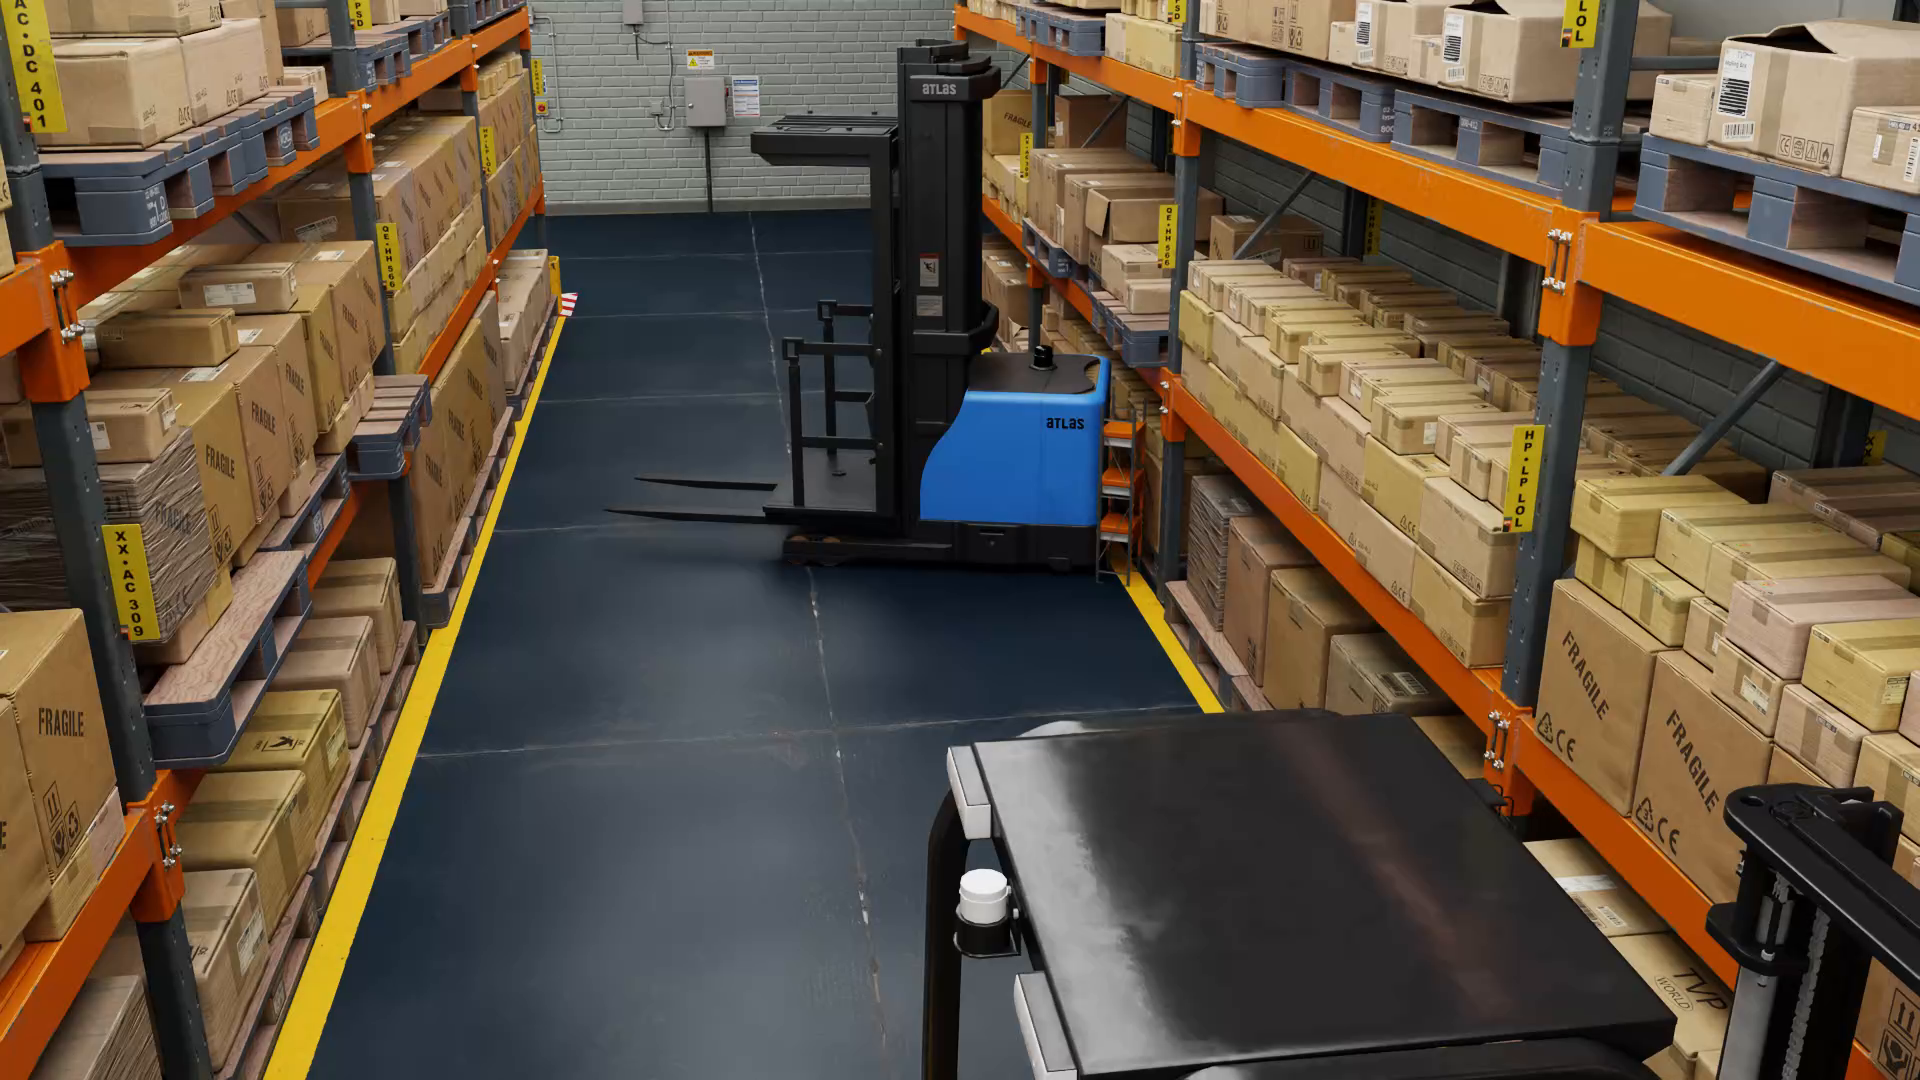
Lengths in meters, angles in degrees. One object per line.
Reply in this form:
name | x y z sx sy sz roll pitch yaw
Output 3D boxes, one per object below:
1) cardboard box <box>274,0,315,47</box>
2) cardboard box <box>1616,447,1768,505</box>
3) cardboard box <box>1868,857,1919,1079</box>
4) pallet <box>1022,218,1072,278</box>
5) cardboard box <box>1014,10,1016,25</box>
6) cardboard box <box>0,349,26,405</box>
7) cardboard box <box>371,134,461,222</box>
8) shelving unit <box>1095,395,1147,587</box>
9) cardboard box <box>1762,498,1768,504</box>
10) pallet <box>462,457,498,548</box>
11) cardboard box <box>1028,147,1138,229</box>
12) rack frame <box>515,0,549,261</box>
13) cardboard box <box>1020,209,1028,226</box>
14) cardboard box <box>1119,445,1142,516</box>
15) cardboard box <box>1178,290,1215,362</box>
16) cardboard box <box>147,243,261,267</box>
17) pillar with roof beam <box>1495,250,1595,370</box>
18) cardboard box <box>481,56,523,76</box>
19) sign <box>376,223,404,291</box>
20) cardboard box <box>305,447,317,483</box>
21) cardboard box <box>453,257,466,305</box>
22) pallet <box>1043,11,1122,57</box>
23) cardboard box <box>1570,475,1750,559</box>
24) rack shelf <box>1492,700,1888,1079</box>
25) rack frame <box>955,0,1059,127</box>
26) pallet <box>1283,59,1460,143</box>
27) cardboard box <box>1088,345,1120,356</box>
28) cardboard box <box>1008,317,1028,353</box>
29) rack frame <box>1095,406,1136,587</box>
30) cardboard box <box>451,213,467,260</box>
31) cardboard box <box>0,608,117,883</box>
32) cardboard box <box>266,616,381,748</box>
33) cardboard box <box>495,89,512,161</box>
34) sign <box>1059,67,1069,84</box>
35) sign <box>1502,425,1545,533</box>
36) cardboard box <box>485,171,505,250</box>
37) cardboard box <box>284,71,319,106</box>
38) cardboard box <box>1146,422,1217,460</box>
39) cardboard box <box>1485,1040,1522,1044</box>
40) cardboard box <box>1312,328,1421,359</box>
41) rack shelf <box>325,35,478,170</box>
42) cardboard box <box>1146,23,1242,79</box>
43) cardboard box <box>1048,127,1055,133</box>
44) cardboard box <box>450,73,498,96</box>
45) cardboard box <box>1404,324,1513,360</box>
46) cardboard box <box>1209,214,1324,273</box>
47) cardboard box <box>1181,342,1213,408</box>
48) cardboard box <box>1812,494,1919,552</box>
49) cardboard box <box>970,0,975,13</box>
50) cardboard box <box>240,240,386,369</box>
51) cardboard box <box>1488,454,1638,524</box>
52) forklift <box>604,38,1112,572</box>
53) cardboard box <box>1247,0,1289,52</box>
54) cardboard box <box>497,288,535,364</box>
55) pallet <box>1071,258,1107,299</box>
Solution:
cardboard box | -3.507 -2.609 7.880 0.797 0.503 0.637 -4 21 -11
cardboard box | 2.347 -0.186 5.356 0.380 0.149 0.250 -3 21 -9
cardboard box | 2.208 0.947 3.250 0.500 0.500 0.500 -3 21 -7
pallet | 1.039 -2.100 11.827 1.003 0.211 1.213 -3 21 -8
cardboard box | 0.625 -4.048 12.839 0.380 0.149 0.250 -2 21 -6
cardboard box | -3.129 -0.524 5.237 0.380 0.149 0.250 -4 21 -9
cardboard box | -3.431 -2.239 10.351 0.500 0.500 0.500 -2 21 -6
shelving unit | 0.915 -0.277 9.456 0.215 1.050 0.252 7 22 18
cardboard box | 2.366 -0.055 5.576 0.500 0.250 0.500 -3 21 -9
pallet | -3.515 -0.228 10.524 1.003 0.211 1.213 -3 21 -8
cardboard box | 0.880 -2.537 11.979 0.700 0.500 0.500 -2 21 -6
rack frame | -4.456 -3.606 15.583 1.000 3.000 0.127 -3 21 -8
cardboard box | 0.677 -2.541 13.093 0.380 0.149 0.250 -2 21 -6
cardboard box | 1.273 -0.423 10.033 0.500 0.500 0.500 -3 21 -9
cardboard box | 1.406 -1.084 8.332 0.500 0.250 0.500 -3 21 -8
cardboard box | -3.467 -1.051 7.575 0.500 0.500 0.500 -4 21 -9
pillar with roof beam | -1.572 -3.275 6.123 9.100 9.000 0.400 -3 21 -8
cardboard box | -4.025 -4.139 14.511 0.380 0.149 0.250 -3 21 -8
sign | -2.767 -1.372 8.060 0.100 0.325 0.005 -3 21 -8
cardboard box | -2.721 -0.281 6.440 0.380 0.149 0.250 -4 21 -9
cardboard box | -3.439 -1.656 10.577 0.500 0.250 0.500 -3 21 -9
pallet | 1.209 -3.201 10.482 1.213 0.211 1.003 -3 21 -8
cardboard box | 1.937 -0.067 4.614 0.380 0.149 0.250 -2 21 -7
rack shelf | 2.473 1.327 3.404 1.077 0.370 4.000 -3 21 -8
rack frame | 0.455 -3.857 16.257 1.000 3.000 0.127 -3 21 -8
pallet | 1.959 -1.787 6.696 1.003 0.211 1.213 -2 21 -5
cardboard box | 1.071 -1.215 11.229 0.380 0.149 0.250 -2 21 -6
cardboard box | 0.609 -1.690 13.761 0.396 0.266 0.258 -2 21 -6
rack frame | 0.874 -0.236 9.348 0.200 1.050 0.008 7 22 18
cardboard box | -3.415 -1.893 10.496 0.500 0.250 0.500 -2 21 -6
cardboard box | -2.416 0.504 4.011 0.500 0.500 0.500 -3 21 -9
cardboard box | -3.117 0.650 7.345 0.950 0.372 0.625 -3 21 -9
cardboard box | -3.838 -3.266 13.102 0.500 0.500 0.500 -3 21 -7
sign | 1.007 -4.569 16.055 0.100 0.325 0.005 -3 21 -8
sign | 1.650 -0.177 4.862 0.100 0.325 0.005 -3 21 -8
cardboard box | -3.688 -2.443 12.328 0.500 0.500 0.500 -2 21 -6
cardboard box | -3.006 -1.939 7.193 0.380 0.149 0.250 -3 21 -8
cardboard box | 1.287 -0.575 9.515 0.380 0.149 0.250 -4 21 -10
cardboard box | 1.927 1.573 5.047 0.500 0.250 0.500 -3 21 -7
cardboard box | 1.693 -0.781 6.951 0.380 0.149 0.250 -3 21 -8
rack shelf | -3.591 -2.596 9.622 1.077 0.370 4.000 -3 21 -8
cardboard box | 1.294 -2.588 8.785 0.500 0.250 0.500 -4 21 -10
cardboard box | 0.784 -3.781 15.840 0.500 0.250 0.500 -2 21 -6
cardboard box | -3.784 -3.519 12.852 0.380 0.149 0.250 -4 21 -9
cardboard box | 2.096 -0.805 7.015 0.380 0.149 0.250 -2 21 -6
cardboard box | 1.689 -1.517 9.248 0.500 0.500 0.500 -2 21 -5
cardboard box | 1.431 -0.851 8.423 0.500 0.250 0.500 -3 21 -8
cardboard box | 2.525 -0.008 4.456 0.380 0.149 0.250 -3 21 -9
cardboard box | 0.289 -4.752 14.724 0.380 0.149 0.250 -2 21 -7
cardboard box | -2.962 -1.075 7.640 0.500 0.500 0.500 -4 21 -9
cardboard box | 1.916 -0.160 5.288 0.380 0.149 0.250 -2 21 -6
forklift | -0.618 -1.400 9.775 3.031 2.935 1.130 2 21 7
cardboard box | 1.643 -2.350 7.049 0.700 0.500 0.500 -3 21 -9
cardboard box | -3.993 -1.750 13.676 0.875 0.438 0.875 -4 21 -9
pallet | 1.324 -1.671 10.676 1.003 0.211 1.213 -3 21 -8
